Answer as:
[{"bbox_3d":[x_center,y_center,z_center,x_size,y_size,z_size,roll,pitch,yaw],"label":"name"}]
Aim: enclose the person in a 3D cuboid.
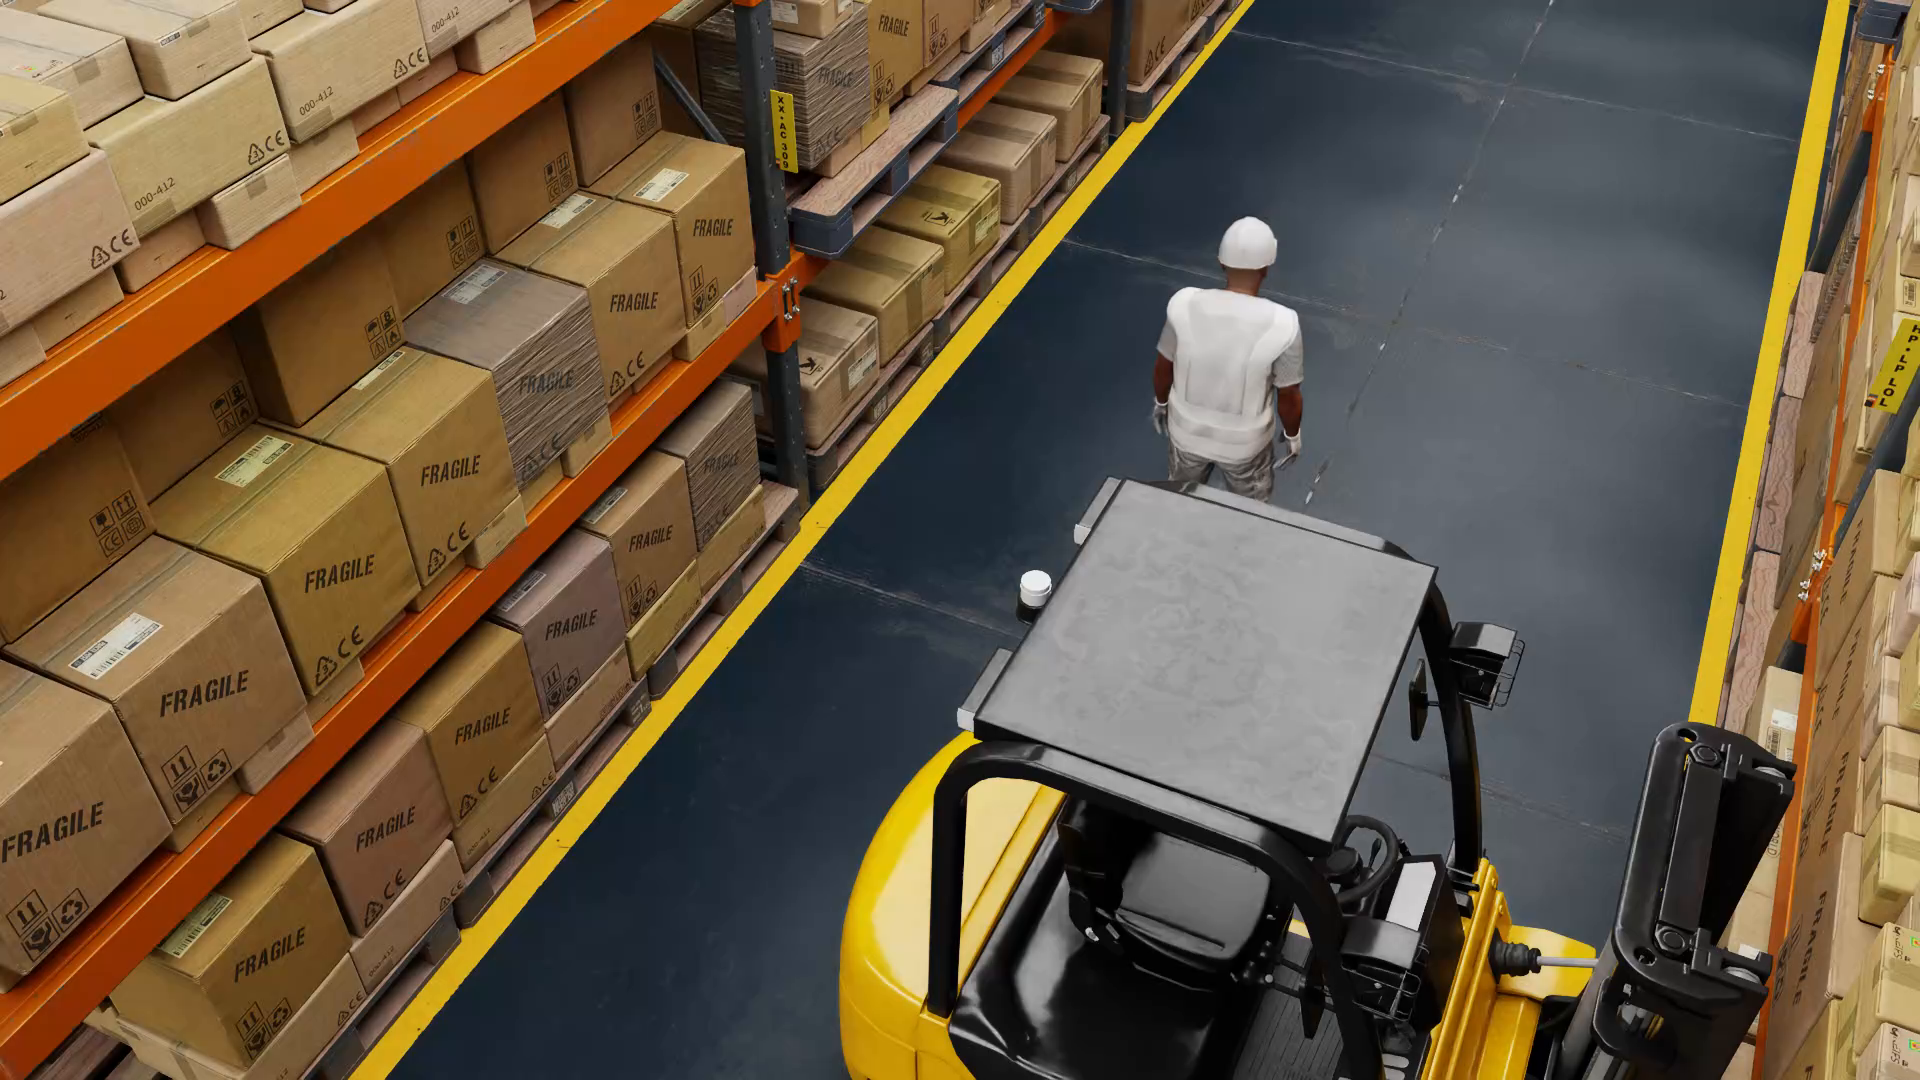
[{"bbox_3d":[1.066,-0.464,6.673,0.617,1.775,0.447,17,44,19],"label":"person"}]
